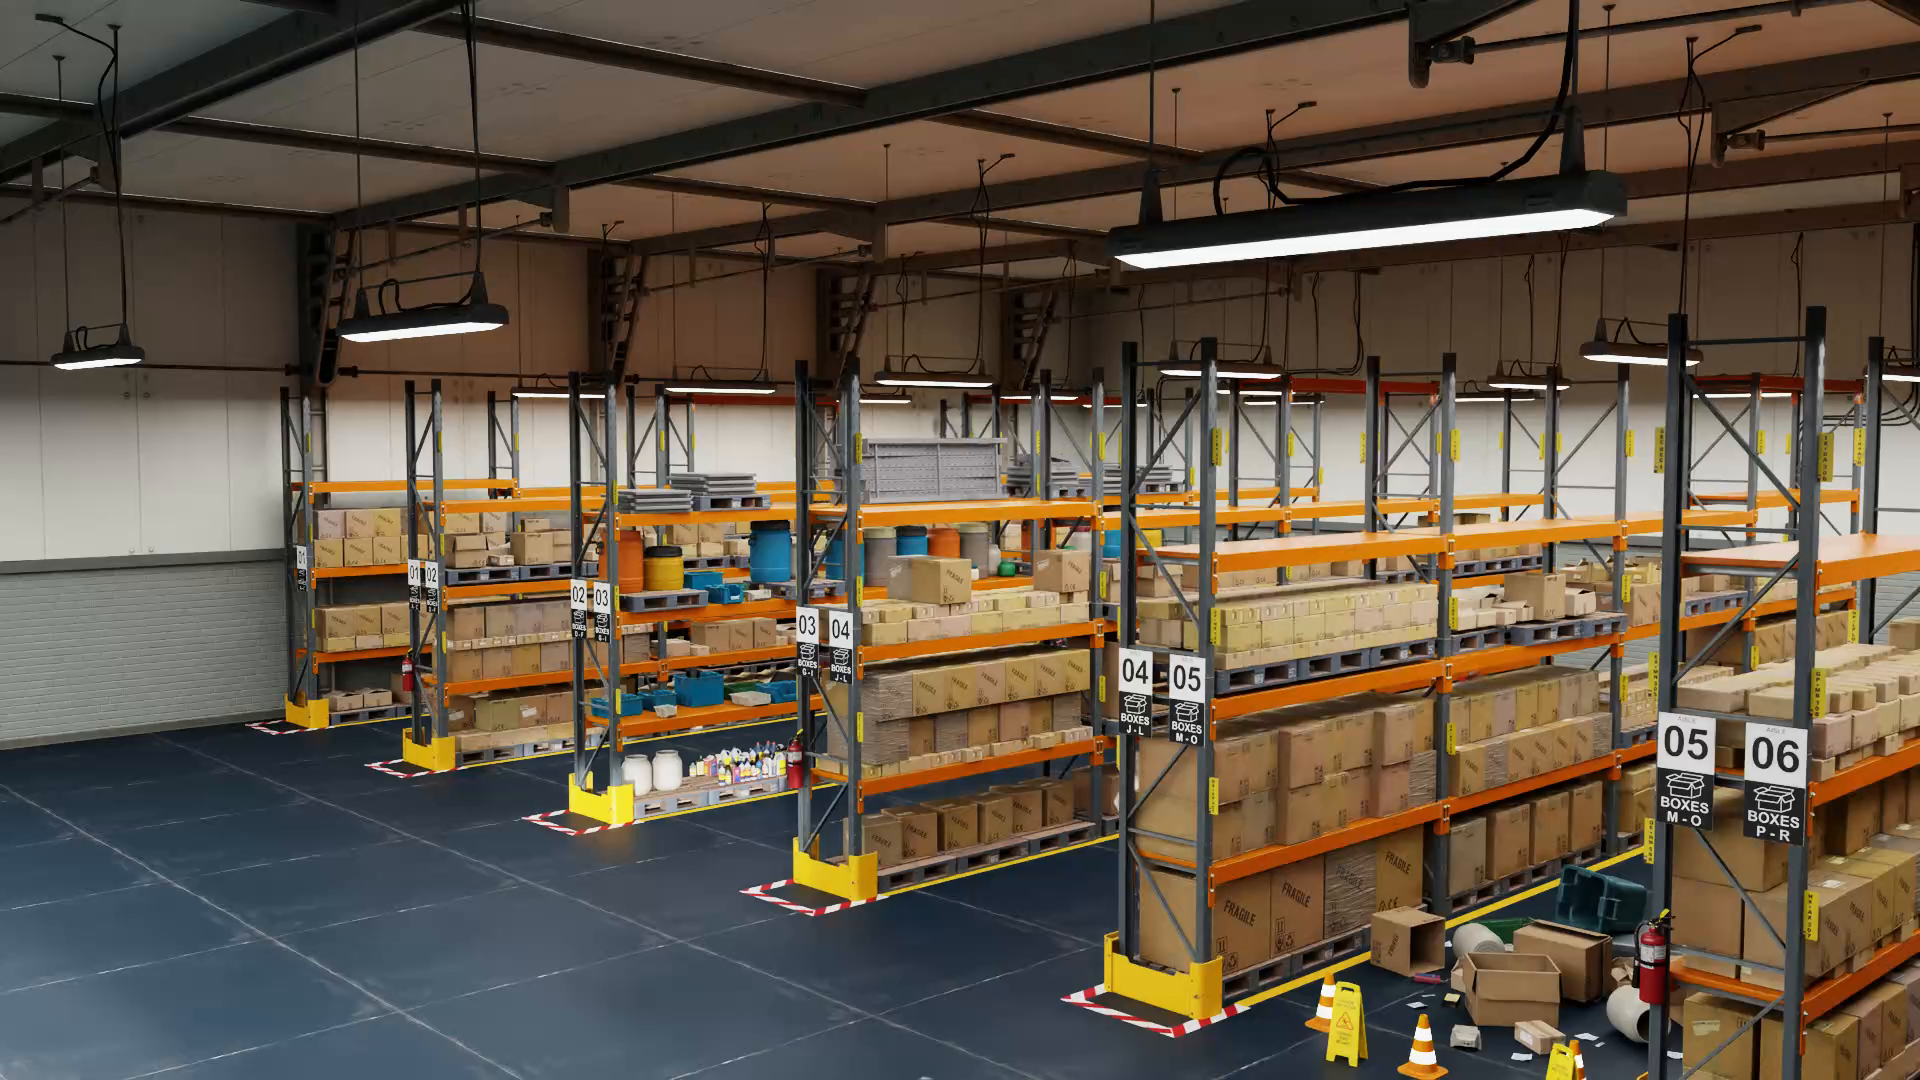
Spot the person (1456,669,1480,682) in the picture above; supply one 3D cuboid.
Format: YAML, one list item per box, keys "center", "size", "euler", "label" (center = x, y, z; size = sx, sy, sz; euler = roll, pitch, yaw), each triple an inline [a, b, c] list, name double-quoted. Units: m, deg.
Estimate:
- center: [7.667, 2.699, 24.938]
  size: [0.647, 1.773, 0.823]
  euler: [3, 5, 40]
  label: "person"

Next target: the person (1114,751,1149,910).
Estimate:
- center: [1.991, 3.173, 18.231]
  size: [0.632, 1.764, 0.722]
  euler: [3, 5, 36]
  label: "person"
